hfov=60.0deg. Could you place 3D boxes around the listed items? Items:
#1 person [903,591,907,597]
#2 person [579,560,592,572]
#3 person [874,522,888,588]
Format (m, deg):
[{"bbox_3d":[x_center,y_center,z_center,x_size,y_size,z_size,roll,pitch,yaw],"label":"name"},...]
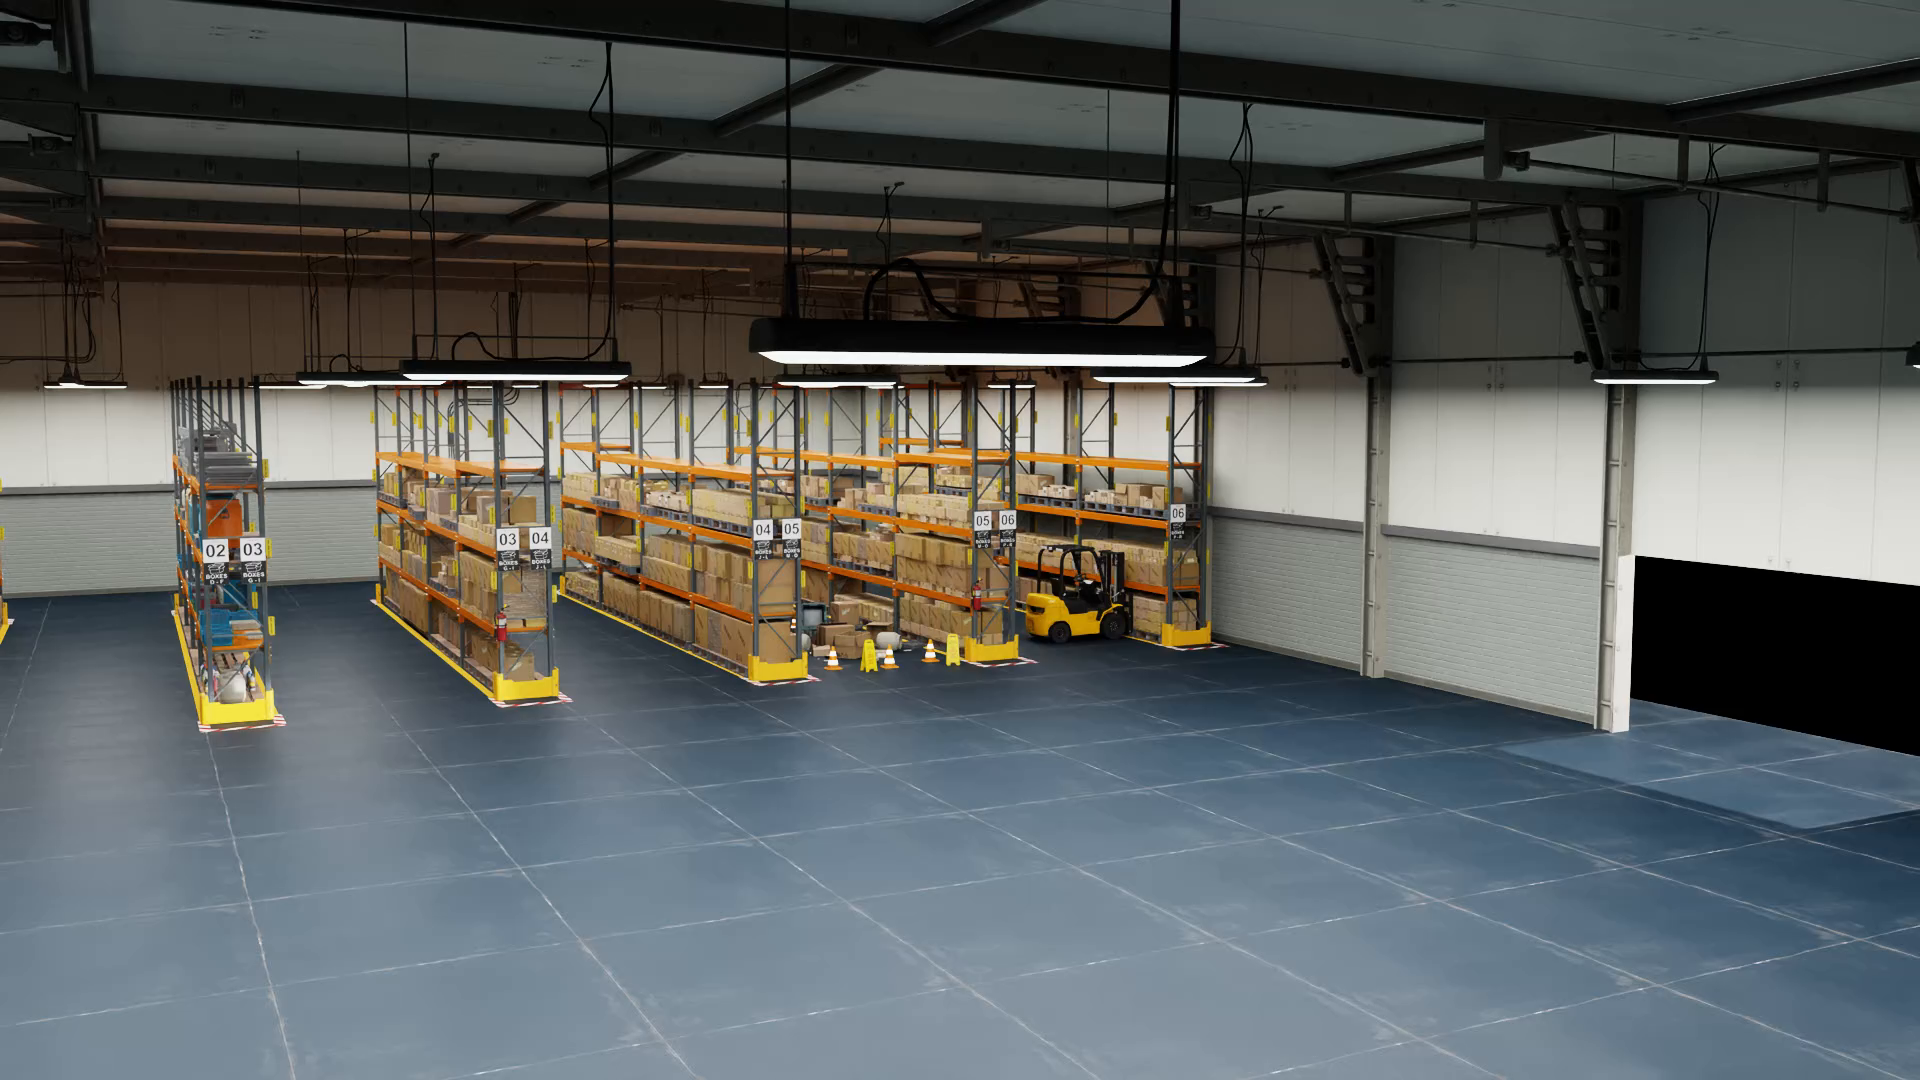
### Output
[{"bbox_3d":[-1.507,0.718,44.245,0.576,1.809,0.749,-3,6,-30],"label":"person"},{"bbox_3d":[-11.670,0.236,51.973,0.588,1.827,0.378,-2,5,-18],"label":"person"},{"bbox_3d":[-2.283,0.399,47.485,0.756,1.850,0.729,0,5,-1],"label":"person"}]
